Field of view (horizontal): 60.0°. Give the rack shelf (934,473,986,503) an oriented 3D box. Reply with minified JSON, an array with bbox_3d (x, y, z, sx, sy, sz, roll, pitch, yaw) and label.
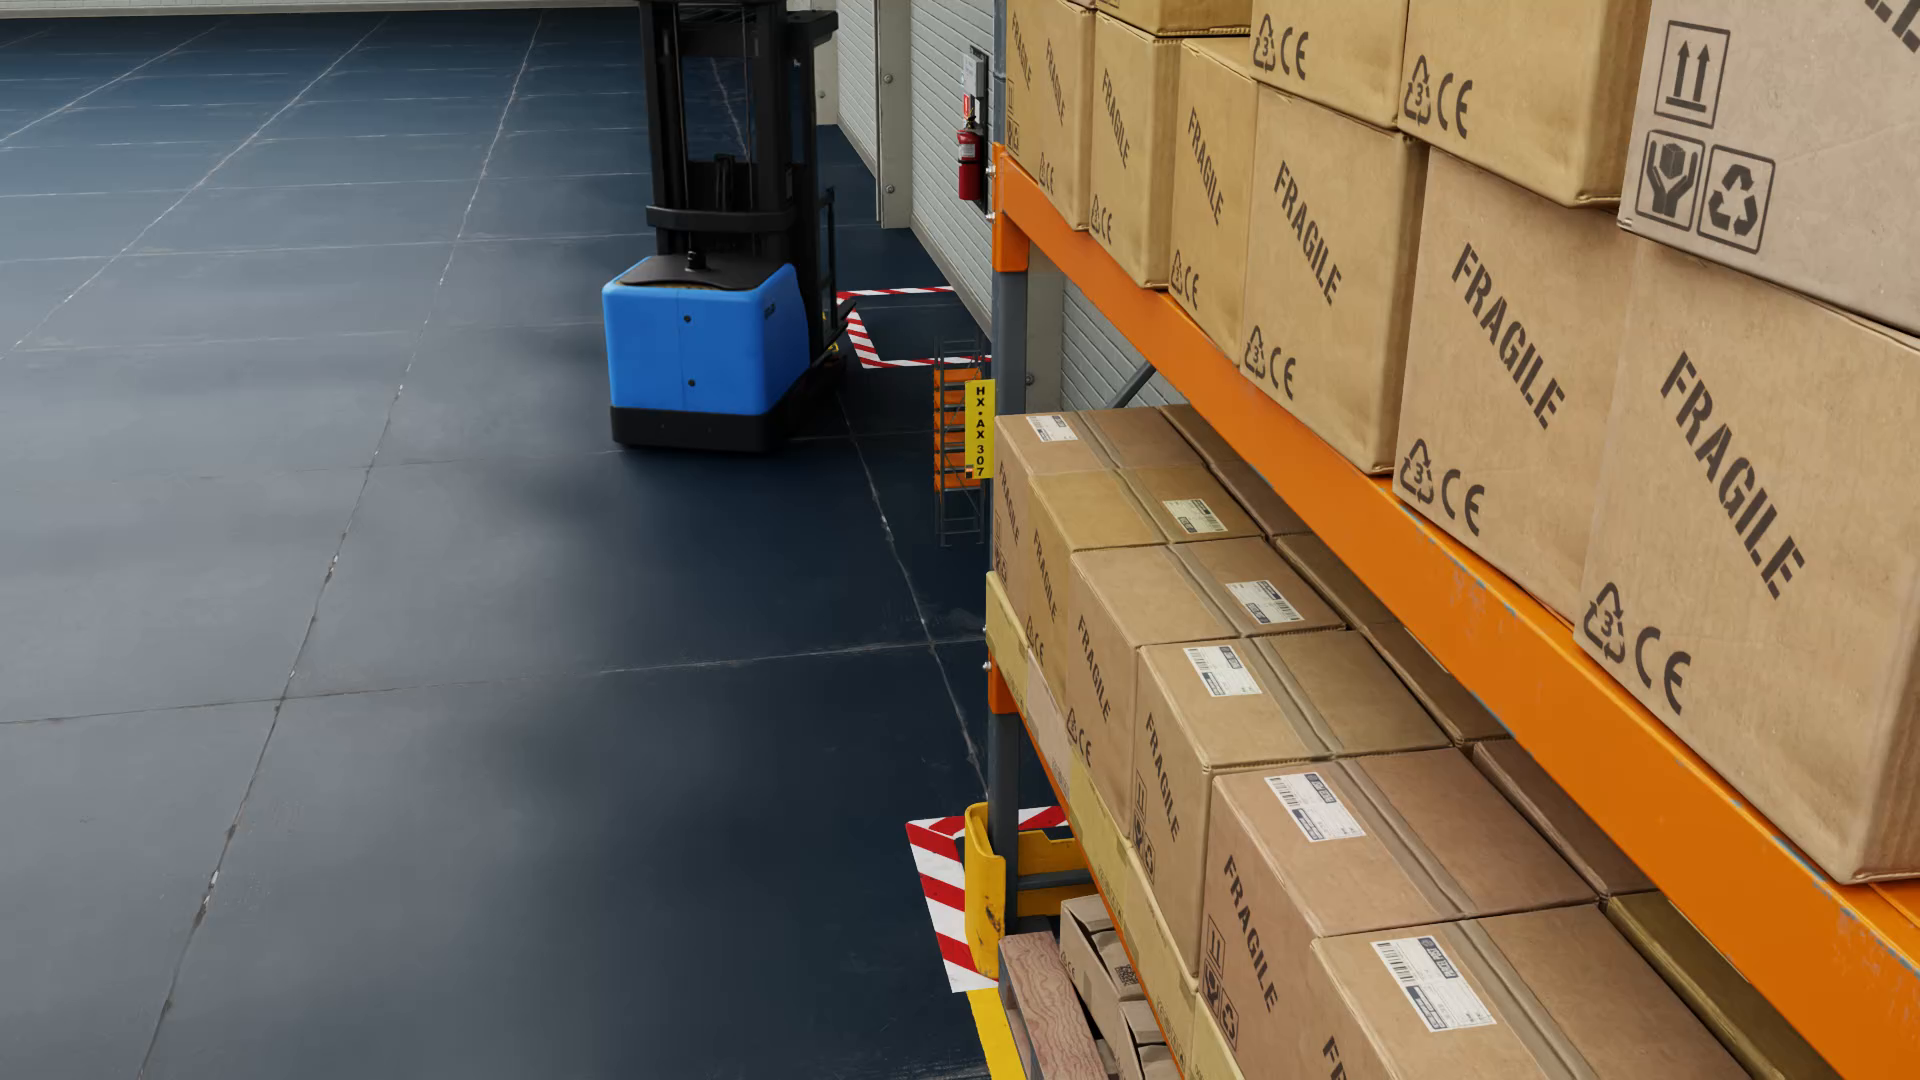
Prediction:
[{"bbox_3d":[-0.003,-0.295,9.137,0.258,0.103,0.180,-4,24,-10],"label":"rack shelf"}]

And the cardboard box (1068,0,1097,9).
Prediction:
[{"bbox_3d":[0.475,-1.506,3.804,0.500,0.500,0.500,-5,24,-10],"label":"cardboard box"}]

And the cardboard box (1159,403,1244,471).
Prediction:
[{"bbox_3d":[0.895,-0.103,4.964,0.500,0.500,0.500,-5,24,-10],"label":"cardboard box"}]

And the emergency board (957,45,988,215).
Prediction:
[{"bbox_3d":[0.050,-3.112,12.629,0.194,1.169,0.643,-4,24,-10],"label":"emergency board"}]

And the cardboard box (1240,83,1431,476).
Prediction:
[{"bbox_3d":[0.782,-0.440,2.613,0.500,0.500,0.500,-5,24,-12],"label":"cardboard box"}]

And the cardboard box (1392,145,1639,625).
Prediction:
[{"bbox_3d":[0.922,-0.225,2.120,0.500,0.500,0.500,-6,24,-14],"label":"cardboard box"}]

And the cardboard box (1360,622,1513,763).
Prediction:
[{"bbox_3d":[1.172,0.497,3.591,0.500,0.500,0.500,-4,24,-9],"label":"cardboard box"}]

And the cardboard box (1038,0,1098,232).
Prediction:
[{"bbox_3d":[0.480,-1.055,4.019,0.500,0.500,0.500,-3,24,-6],"label":"cardboard box"}]

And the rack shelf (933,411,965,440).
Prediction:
[{"bbox_3d":[-0.003,-0.625,8.993,0.258,0.103,0.180,-4,24,-10],"label":"rack shelf"}]

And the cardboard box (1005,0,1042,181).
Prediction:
[{"bbox_3d":[0.415,-1.268,4.509,0.500,0.500,0.500,-4,24,-8],"label":"cardboard box"}]

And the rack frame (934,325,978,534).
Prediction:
[{"bbox_3d":[-0.020,-0.592,9.105,0.240,1.200,0.006,-4,24,-10],"label":"rack frame"}]

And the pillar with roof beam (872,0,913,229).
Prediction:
[{"bbox_3d":[-4.871,-6.928,13.870,9.100,9.000,0.400,-4,24,-10],"label":"pillar with roof beam"}]

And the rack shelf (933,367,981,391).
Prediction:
[{"bbox_3d":[-0.003,-0.845,8.897,0.258,0.103,0.180,-4,24,-10],"label":"rack shelf"}]

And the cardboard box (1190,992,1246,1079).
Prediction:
[{"bbox_3d":[0.761,1.087,3.176,0.500,0.250,0.500,-4,24,-10],"label":"cardboard box"}]

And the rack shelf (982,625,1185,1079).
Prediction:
[{"bbox_3d":[0.969,1.128,3.819,1.077,0.370,4.000,-4,24,-10],"label":"rack shelf"}]

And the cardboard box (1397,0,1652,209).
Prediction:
[{"bbox_3d":[0.867,-0.696,1.950,0.500,0.500,0.500,-3,24,-7],"label":"cardboard box"}]

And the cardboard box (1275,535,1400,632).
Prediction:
[{"bbox_3d":[1.078,0.299,4.044,0.500,0.500,0.500,-5,24,-11],"label":"cardboard box"}]

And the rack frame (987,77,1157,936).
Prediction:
[{"bbox_3d":[0.599,0.011,5.477,1.000,3.000,0.127,-4,24,-10],"label":"rack frame"}]

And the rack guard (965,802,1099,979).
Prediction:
[{"bbox_3d":[0.613,1.187,5.909,1.175,0.500,0.348,-4,24,-10],"label":"rack guard"}]

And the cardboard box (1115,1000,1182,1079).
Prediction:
[{"bbox_3d":[0.744,1.545,4.775,0.500,0.311,0.500,-2,24,-5],"label":"cardboard box"}]

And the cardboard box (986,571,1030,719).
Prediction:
[{"bbox_3d":[0.377,0.286,5.009,0.500,0.250,0.500,-5,24,-11],"label":"cardboard box"}]

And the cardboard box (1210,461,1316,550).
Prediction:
[{"bbox_3d":[0.979,0.095,4.509,0.500,0.500,0.500,-4,24,-9],"label":"cardboard box"}]

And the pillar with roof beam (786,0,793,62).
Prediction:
[{"bbox_3d":[-7.090,-11.648,24.677,9.100,9.000,0.400,-4,24,-10],"label":"pillar with roof beam"}]

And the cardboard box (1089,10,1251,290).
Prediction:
[{"bbox_3d":[0.580,-0.851,3.552,0.500,0.500,0.500,-3,24,-7],"label":"cardboard box"}]

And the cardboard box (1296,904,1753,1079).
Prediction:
[{"bbox_3d":[0.850,0.941,2.572,0.500,0.500,0.500,-4,24,-10],"label":"cardboard box"}]

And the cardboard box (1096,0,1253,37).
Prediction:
[{"bbox_3d":[0.581,-1.305,3.344,0.500,0.500,0.500,-4,24,-8],"label":"cardboard box"}]

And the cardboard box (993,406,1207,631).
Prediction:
[{"bbox_3d":[0.392,-0.063,4.872,0.500,0.500,0.500,-4,24,-10],"label":"cardboard box"}]

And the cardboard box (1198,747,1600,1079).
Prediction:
[{"bbox_3d":[0.767,0.743,3.027,0.500,0.500,0.500,-5,24,-11],"label":"cardboard box"}]

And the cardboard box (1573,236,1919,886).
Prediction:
[{"bbox_3d":[1.002,-0.026,1.665,0.500,0.500,0.500,-4,24,-8],"label":"cardboard box"}]

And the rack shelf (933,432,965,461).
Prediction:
[{"bbox_3d":[-0.003,-0.515,9.041,0.258,0.103,0.180,-4,24,-10],"label":"rack shelf"}]

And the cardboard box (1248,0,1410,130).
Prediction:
[{"bbox_3d":[0.761,-0.900,2.415,0.500,0.500,0.500,-5,24,-12],"label":"cardboard box"}]

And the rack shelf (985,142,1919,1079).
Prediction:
[{"bbox_3d":[0.969,-0.247,3.219,1.077,0.370,4.000,-4,24,-10],"label":"rack shelf"}]

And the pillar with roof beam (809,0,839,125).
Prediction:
[{"bbox_3d":[-5.980,-9.288,19.274,9.100,9.000,0.400,-4,24,-10],"label":"pillar with roof beam"}]

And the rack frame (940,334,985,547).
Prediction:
[{"bbox_3d":[0.014,-0.520,8.940,0.240,1.200,0.006,-4,24,-10],"label":"rack frame"}]

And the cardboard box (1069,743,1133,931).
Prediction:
[{"bbox_3d":[0.576,0.690,4.084,0.500,0.250,0.500,-5,24,-11],"label":"cardboard box"}]

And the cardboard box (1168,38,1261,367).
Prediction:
[{"bbox_3d":[0.699,-0.641,3.073,0.500,0.500,0.500,-3,24,-6],"label":"cardboard box"}]

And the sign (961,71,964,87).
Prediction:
[{"bbox_3d":[0.041,-3.594,13.025,0.001,0.109,0.331,-4,24,-10],"label":"sign"}]

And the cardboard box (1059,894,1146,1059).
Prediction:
[{"bbox_3d":[0.639,1.321,5.288,0.500,0.311,0.500,-7,25,-16],"label":"cardboard box"}]

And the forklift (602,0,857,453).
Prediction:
[{"bbox_3d":[-1.423,-2.446,11.188,1.130,2.935,3.031,4,24,10],"label":"forklift"}]

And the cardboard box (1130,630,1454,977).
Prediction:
[{"bbox_3d":[0.670,0.538,3.496,0.500,0.500,0.500,-4,24,-8],"label":"cardboard box"}]

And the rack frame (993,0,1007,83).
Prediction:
[{"bbox_3d":[0.599,-2.738,4.276,1.000,3.000,0.127,-4,24,-10],"label":"rack frame"}]

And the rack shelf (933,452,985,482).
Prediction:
[{"bbox_3d":[-0.003,-0.405,9.089,0.258,0.103,0.180,-4,24,-10],"label":"rack shelf"}]

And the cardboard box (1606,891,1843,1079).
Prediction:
[{"bbox_3d":[1.365,0.896,2.675,0.500,0.500,0.500,-4,24,-10],"label":"cardboard box"}]

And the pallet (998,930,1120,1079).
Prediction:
[{"bbox_3d":[0.729,1.641,5.229,1.003,0.211,1.213,-4,24,-10],"label":"pallet"}]

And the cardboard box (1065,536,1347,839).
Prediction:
[{"bbox_3d":[0.563,0.336,3.959,0.500,0.500,0.500,-5,24,-11],"label":"cardboard box"}]

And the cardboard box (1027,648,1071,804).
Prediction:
[{"bbox_3d":[0.487,0.489,4.544,0.500,0.250,0.500,-5,24,-11],"label":"cardboard box"}]

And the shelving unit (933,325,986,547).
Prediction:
[{"bbox_3d":[-0.003,-0.556,9.023,0.258,1.200,0.189,-4,24,-10],"label":"shelving unit"}]

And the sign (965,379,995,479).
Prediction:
[{"bbox_3d":[0.066,-0.345,5.211,0.100,0.325,0.005,-4,24,-10],"label":"sign"}]

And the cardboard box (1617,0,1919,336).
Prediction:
[{"bbox_3d":[0.980,-0.480,1.455,0.500,0.500,0.500,-6,24,-14],"label":"cardboard box"}]

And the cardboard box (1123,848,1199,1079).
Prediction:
[{"bbox_3d":[0.667,0.889,3.629,0.500,0.250,0.500,-4,24,-9],"label":"cardboard box"}]

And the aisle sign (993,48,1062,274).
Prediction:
[{"bbox_3d":[0.291,-1.186,4.970,0.394,0.787,0.004,-4,24,-10],"label":"aisle sign"}]

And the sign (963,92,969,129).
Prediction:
[{"bbox_3d":[0.049,-3.354,13.137,0.001,0.329,0.234,-4,24,-10],"label":"sign"}]

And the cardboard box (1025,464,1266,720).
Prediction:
[{"bbox_3d":[0.474,0.132,4.425,0.500,0.500,0.500,-4,24,-10],"label":"cardboard box"}]

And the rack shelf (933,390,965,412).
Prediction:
[{"bbox_3d":[-0.003,-0.735,8.945,0.258,0.103,0.180,-4,24,-10],"label":"rack shelf"}]

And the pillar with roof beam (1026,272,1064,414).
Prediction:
[{"bbox_3d":[-3.762,-4.568,8.466,9.100,9.000,0.400,-4,24,-10],"label":"pillar with roof beam"}]

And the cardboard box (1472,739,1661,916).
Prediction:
[{"bbox_3d":[1.279,0.700,3.125,0.500,0.500,0.500,-4,24,-8],"label":"cardboard box"}]
